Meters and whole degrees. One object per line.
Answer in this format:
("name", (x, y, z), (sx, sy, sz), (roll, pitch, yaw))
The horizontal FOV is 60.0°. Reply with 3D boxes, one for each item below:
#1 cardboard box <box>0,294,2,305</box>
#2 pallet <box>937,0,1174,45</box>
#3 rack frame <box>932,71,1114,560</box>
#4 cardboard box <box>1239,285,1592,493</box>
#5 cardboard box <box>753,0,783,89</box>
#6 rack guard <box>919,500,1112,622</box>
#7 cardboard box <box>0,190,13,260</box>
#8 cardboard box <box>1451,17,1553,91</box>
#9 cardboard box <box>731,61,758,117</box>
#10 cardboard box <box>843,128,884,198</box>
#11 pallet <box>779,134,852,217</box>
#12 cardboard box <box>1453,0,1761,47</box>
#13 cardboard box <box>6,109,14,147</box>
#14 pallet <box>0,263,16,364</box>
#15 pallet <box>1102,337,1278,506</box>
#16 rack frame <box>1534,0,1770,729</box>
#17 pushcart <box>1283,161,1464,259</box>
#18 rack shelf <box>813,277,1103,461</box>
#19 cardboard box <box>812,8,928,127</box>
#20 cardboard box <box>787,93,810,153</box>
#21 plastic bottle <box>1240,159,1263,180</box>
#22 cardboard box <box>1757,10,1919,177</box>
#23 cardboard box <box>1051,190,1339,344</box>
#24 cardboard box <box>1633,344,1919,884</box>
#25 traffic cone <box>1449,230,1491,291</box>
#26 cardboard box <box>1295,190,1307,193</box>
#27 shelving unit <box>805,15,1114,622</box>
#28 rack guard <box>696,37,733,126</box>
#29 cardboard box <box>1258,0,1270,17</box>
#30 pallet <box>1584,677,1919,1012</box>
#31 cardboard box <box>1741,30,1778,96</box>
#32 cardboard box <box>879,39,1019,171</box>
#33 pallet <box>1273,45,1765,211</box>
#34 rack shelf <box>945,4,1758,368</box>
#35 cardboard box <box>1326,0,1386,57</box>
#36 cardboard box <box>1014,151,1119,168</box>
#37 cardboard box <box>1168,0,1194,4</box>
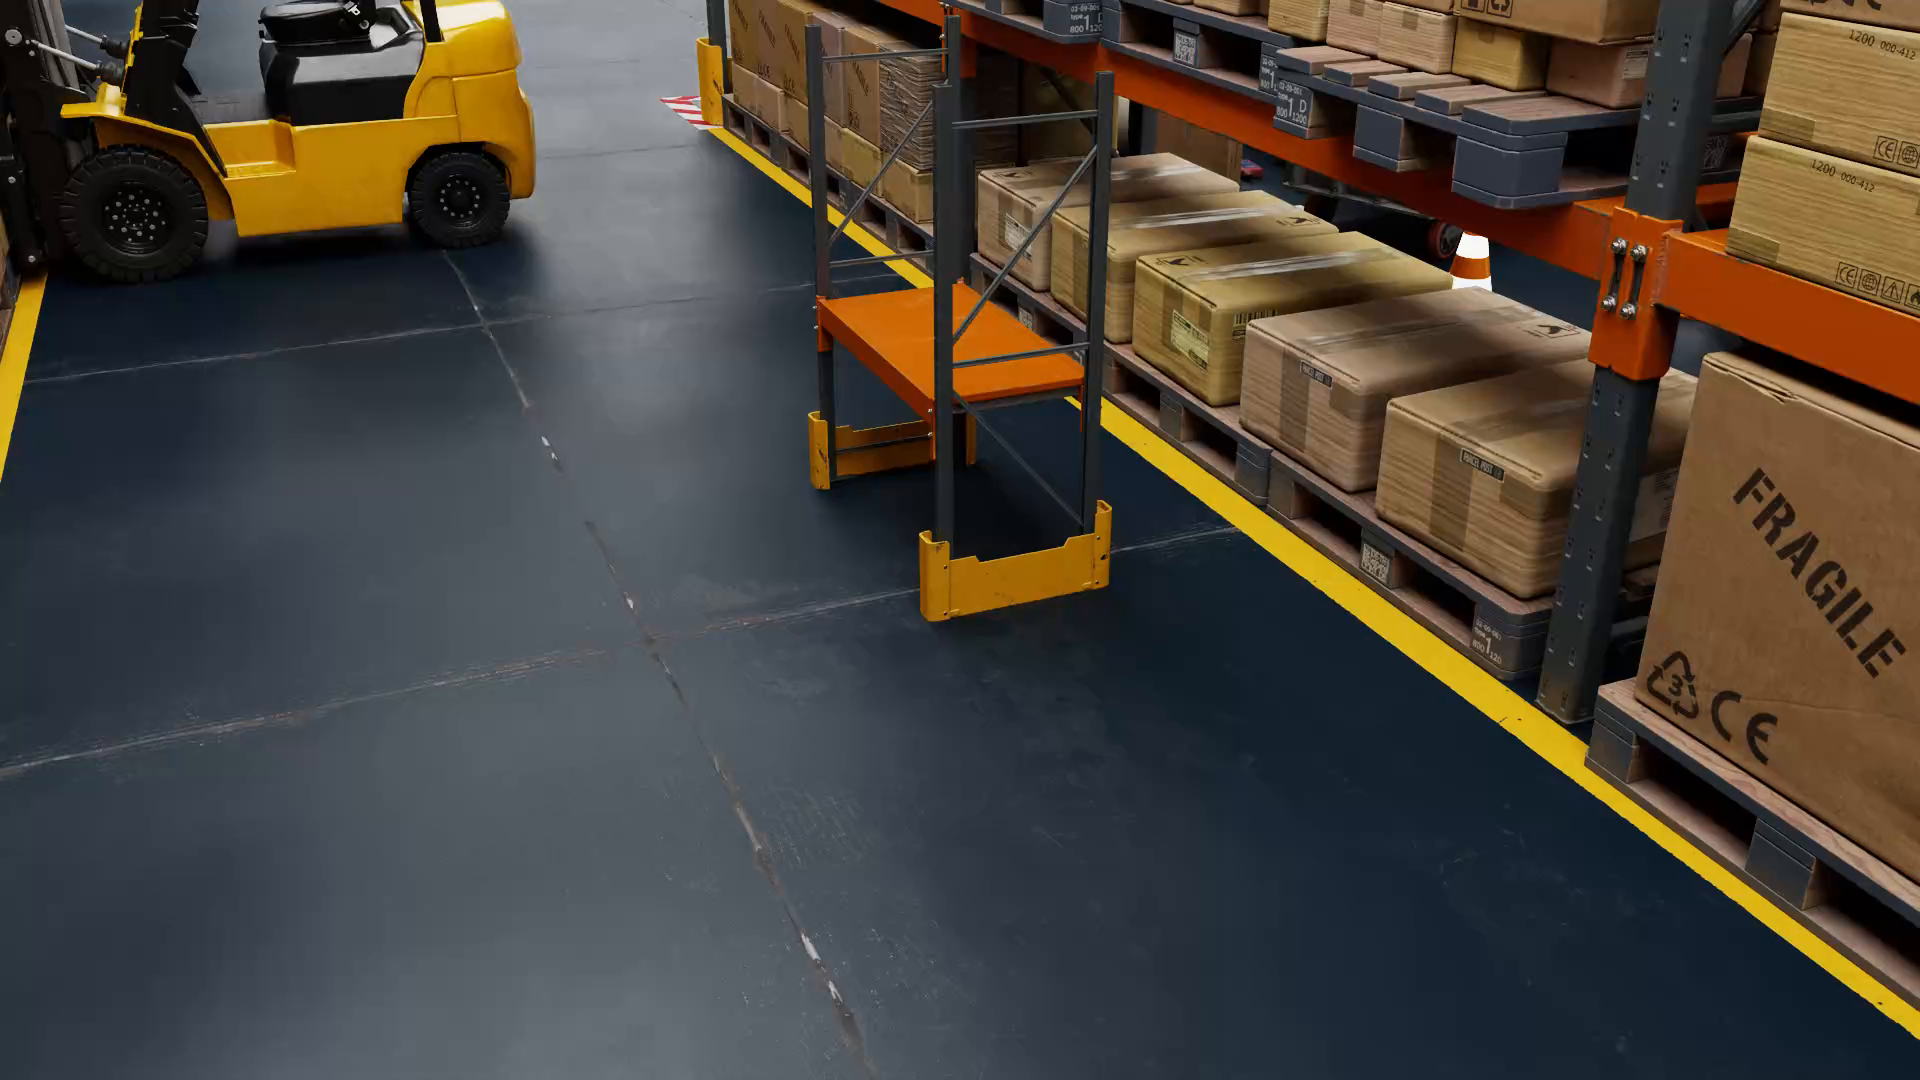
("cardboard box", (-4.028, -0.940, 6.412), (0.500, 0.250, 0.500), (-10, 28, -20))
("pallet", (0.588, -2.170, 6.494), (1.003, 0.211, 1.213), (-11, 28, -21))
("rack frame", (0.166, -0.503, 4.571), (0.500, 1.500, 0.032), (-11, 28, -21))
("cardboard box", (1.481, -0.509, 5.390), (0.950, 0.372, 0.625), (-11, 28, -22))
("cardboard box", (-0.864, -2.901, 9.574), (0.500, 0.500, 0.500), (-12, 28, -23))
("rack guard", (0.165, 0.058, 4.846), (0.587, 0.250, 0.087), (-11, 28, -21))
("cardboard box", (-4.457, -1.347, 7.246), (0.500, 0.250, 0.500), (-10, 28, -20))
("cardboard box", (1.473, -1.238, 4.175), (0.380, 0.149, 0.250), (-10, 28, -20))
("cardboard box", (-1.082, -2.784, 10.189), (0.500, 0.250, 0.500), (-11, 28, -21))
("cardboard box", (-0.274, -1.948, 8.477), (0.500, 0.250, 0.500), (-11, 28, -22))
("pallet", (-0.354, -2.095, 9.300), (1.003, 0.211, 1.213), (-11, 28, -21))
("cardboard box", (1.555, -1.478, 3.926), (0.500, 0.500, 0.500), (-11, 28, -22))
("cardboard box", (-4.823, -1.976, 7.963), (0.500, 0.250, 0.500), (-11, 28, -22))
("pallet", (-4.416, -0.810, 6.669), (1.003, 0.211, 1.213), (-11, 28, -21))
("pallet", (1.211, -0.529, 6.093), (1.003, 0.211, 1.213), (-11, 28, -21))
("rack frame", (1.989, -0.975, 3.827), (1.000, 3.000, 0.127), (-11, 28, -21))
("pushcart", (2.501, -1.823, 8.554), (1.648, 0.377, 0.936), (-22, 34, -38))
("rack shelf", (-0.033, -0.547, 5.070), (0.538, 0.185, 1.000), (-11, 28, -21))
("cardboard box", (-0.458, -2.483, 8.717), (0.500, 0.500, 0.500), (-9, 27, -18))
("cardboard box", (-0.664, -2.359, 9.317), (0.500, 0.250, 0.500), (-9, 27, -17))
("plastic bottle", (1.643, -2.112, 9.506), (0.133, 0.061, 0.283), (-6, 27, -12))
("cardboard box", (1.960, -0.885, 3.245), (0.500, 0.250, 0.500), (-11, 28, -21))
("cardboard box", (0.915, -1.096, 6.593), (0.950, 0.372, 0.625), (-9, 27, -17))
("cardboard box", (2.183, 0.085, 3.601), (0.875, 0.875, 0.875), (-11, 28, -21))
("traffic cone", (2.196, -1.189, 7.159), (0.336, 0.463, 0.334), (-11, 28, -21))
("cardboard box", (2.078, -2.059, 9.163), (0.396, 0.266, 0.258), (13, 29, 24))
("shelving unit", (-0.030, -0.705, 4.984), (0.587, 1.500, 1.083), (-11, 28, -21))
("rack guard", (-1.114, -3.050, 10.928), (1.175, 0.500, 0.348), (-11, 28, -21))
("cardboard box", (1.138, -1.667, 5.053), (0.380, 0.149, 0.250), (-10, 28, -20))
("pallet", (2.229, 0.610, 3.761), (1.003, 0.211, 1.213), (-11, 28, -21))
("cardboard box", (2.033, -1.214, 4.125), (0.380, 0.149, 0.250), (-12, 29, -24))
("cardboard box", (-0.056, -2.072, 7.876), (0.500, 0.500, 0.500), (-11, 28, -21))
("pallet", (1.612, -1.158, 4.421), (1.213, 0.211, 1.003), (-11, 28, -21))
("rack shelf", (1.206, -1.459, 5.639), (1.077, 0.370, 4.000), (-11, 28, -21))
("cardboard box", (1.242, -1.435, 4.578), (0.380, 0.149, 0.250), (-12, 28, -23))
("cardboard box", (0.440, -1.827, 8.229), (0.500, 0.250, 0.500), (-12, 28, -23))
("cardboard box", (0.833, -1.857, 5.442), (0.380, 0.149, 0.250), (-9, 28, -19))
